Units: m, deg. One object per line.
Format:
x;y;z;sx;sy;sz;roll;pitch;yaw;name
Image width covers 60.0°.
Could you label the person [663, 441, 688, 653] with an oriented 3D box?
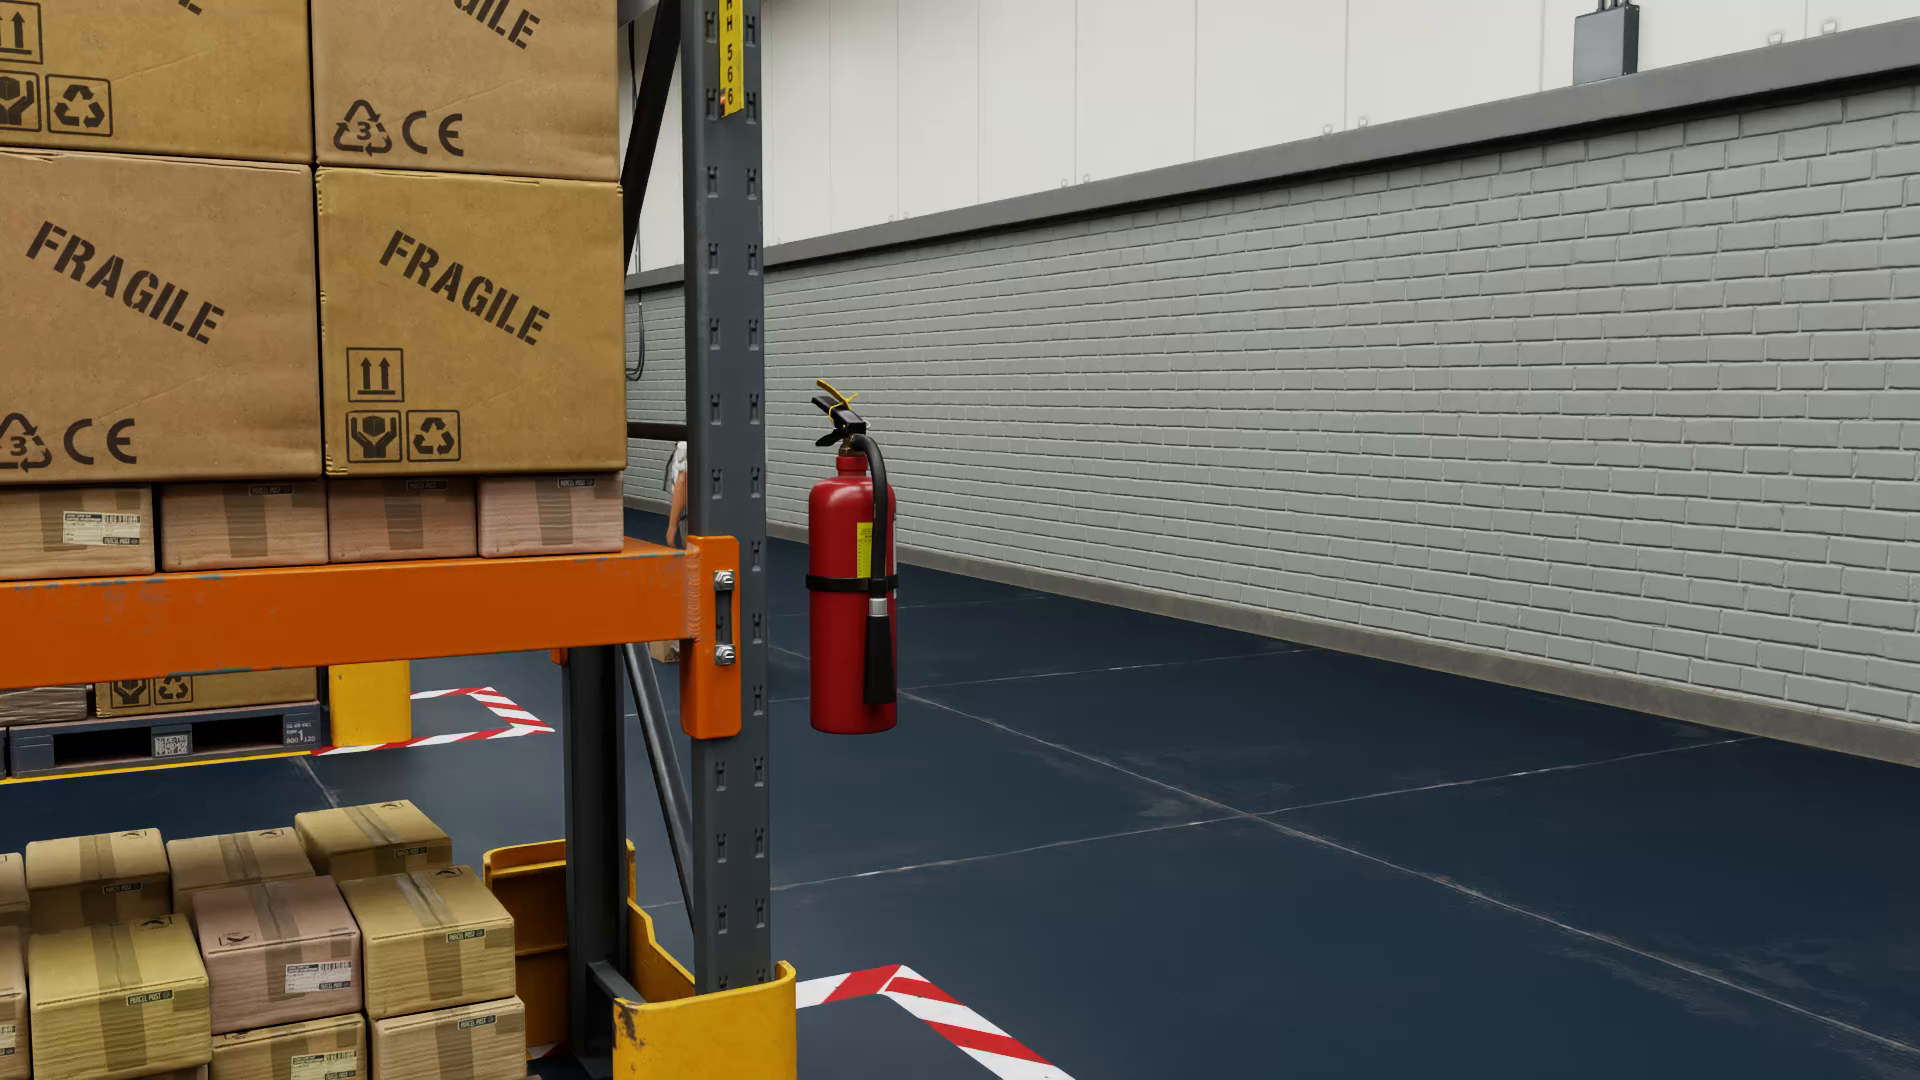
-1.499;-0.097;9.494;0.707;1.651;0.499;4;6;35;person
